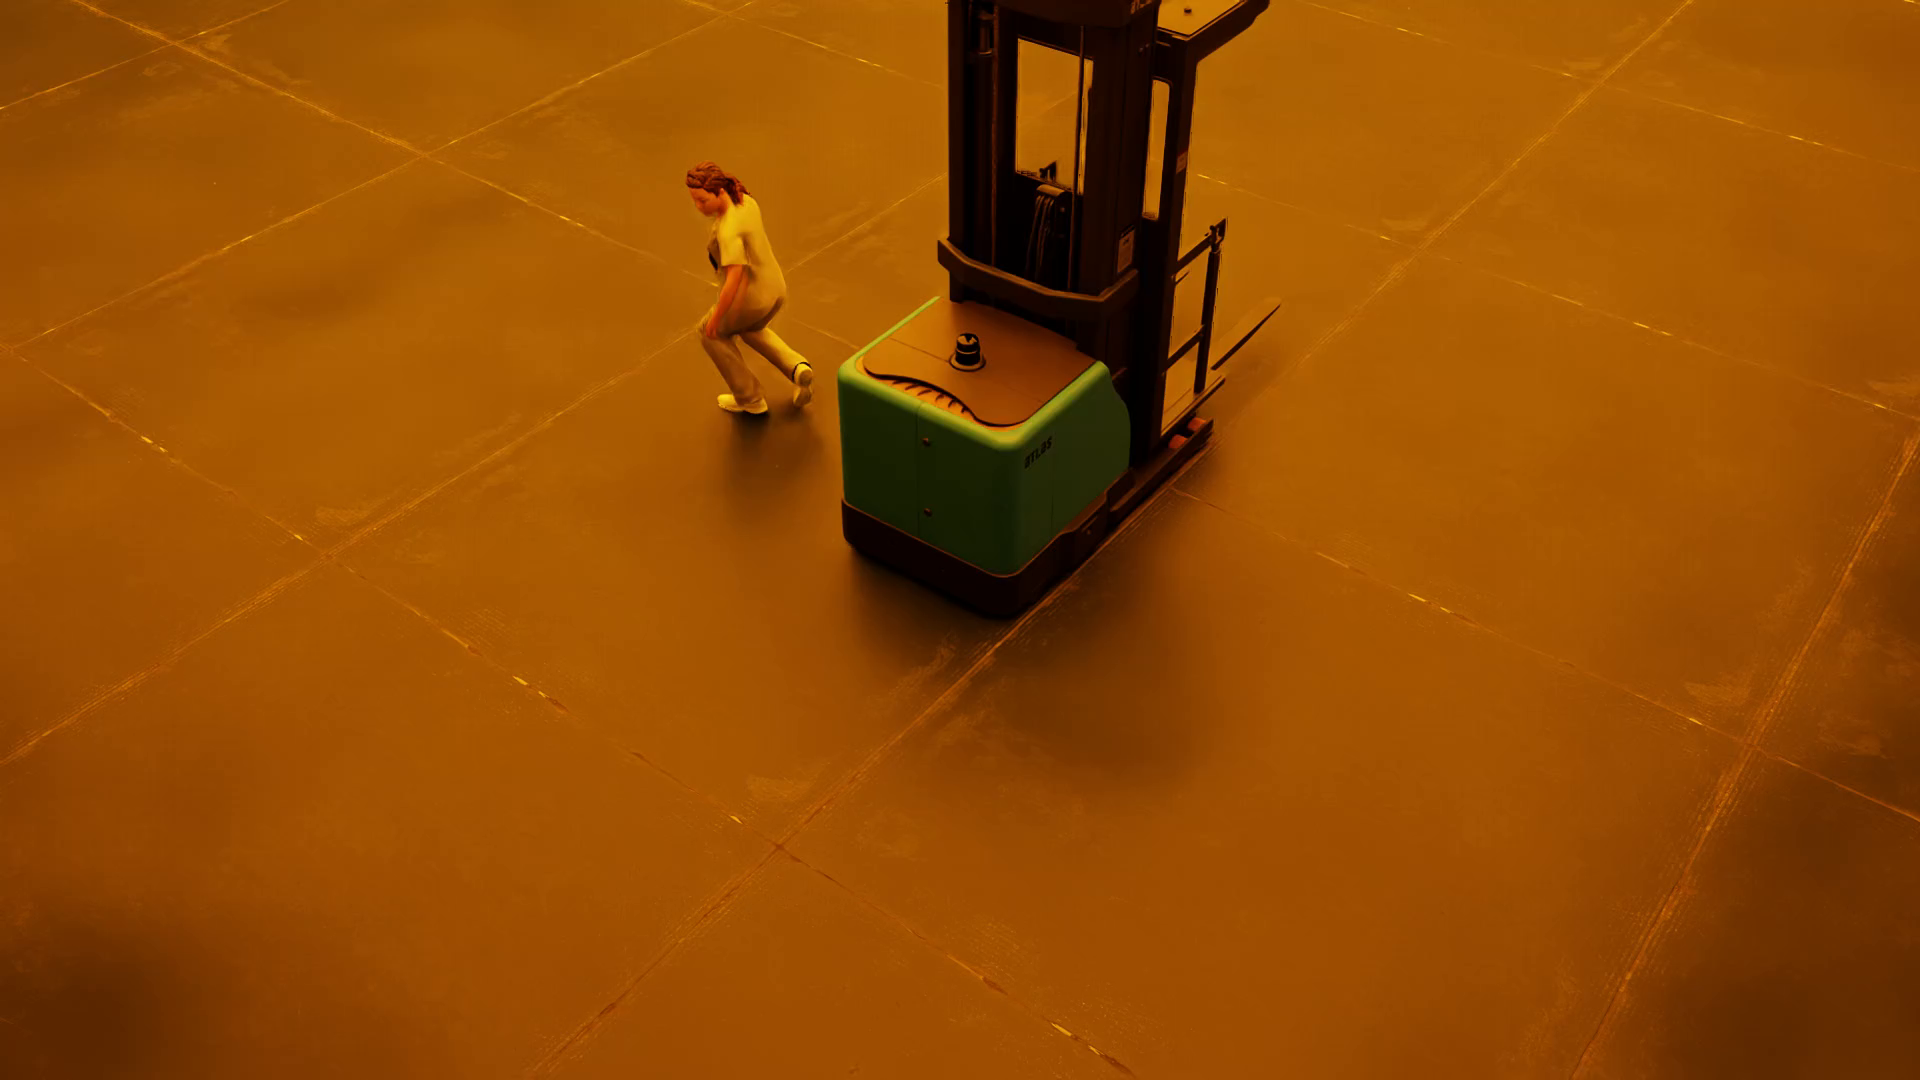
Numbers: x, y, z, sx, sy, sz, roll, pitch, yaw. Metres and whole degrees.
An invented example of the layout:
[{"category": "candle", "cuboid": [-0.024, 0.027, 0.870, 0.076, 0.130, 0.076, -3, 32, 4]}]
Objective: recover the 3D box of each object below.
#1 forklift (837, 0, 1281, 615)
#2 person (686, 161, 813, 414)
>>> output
[{"category": "forklift", "cuboid": [0.696, -1.673, 8.037, 1.130, 2.935, 3.031, 25, 47, 27]}, {"category": "person", "cuboid": [-1.101, -1.315, 8.765, 0.639, 1.472, 0.722, 16, 43, 18]}]
